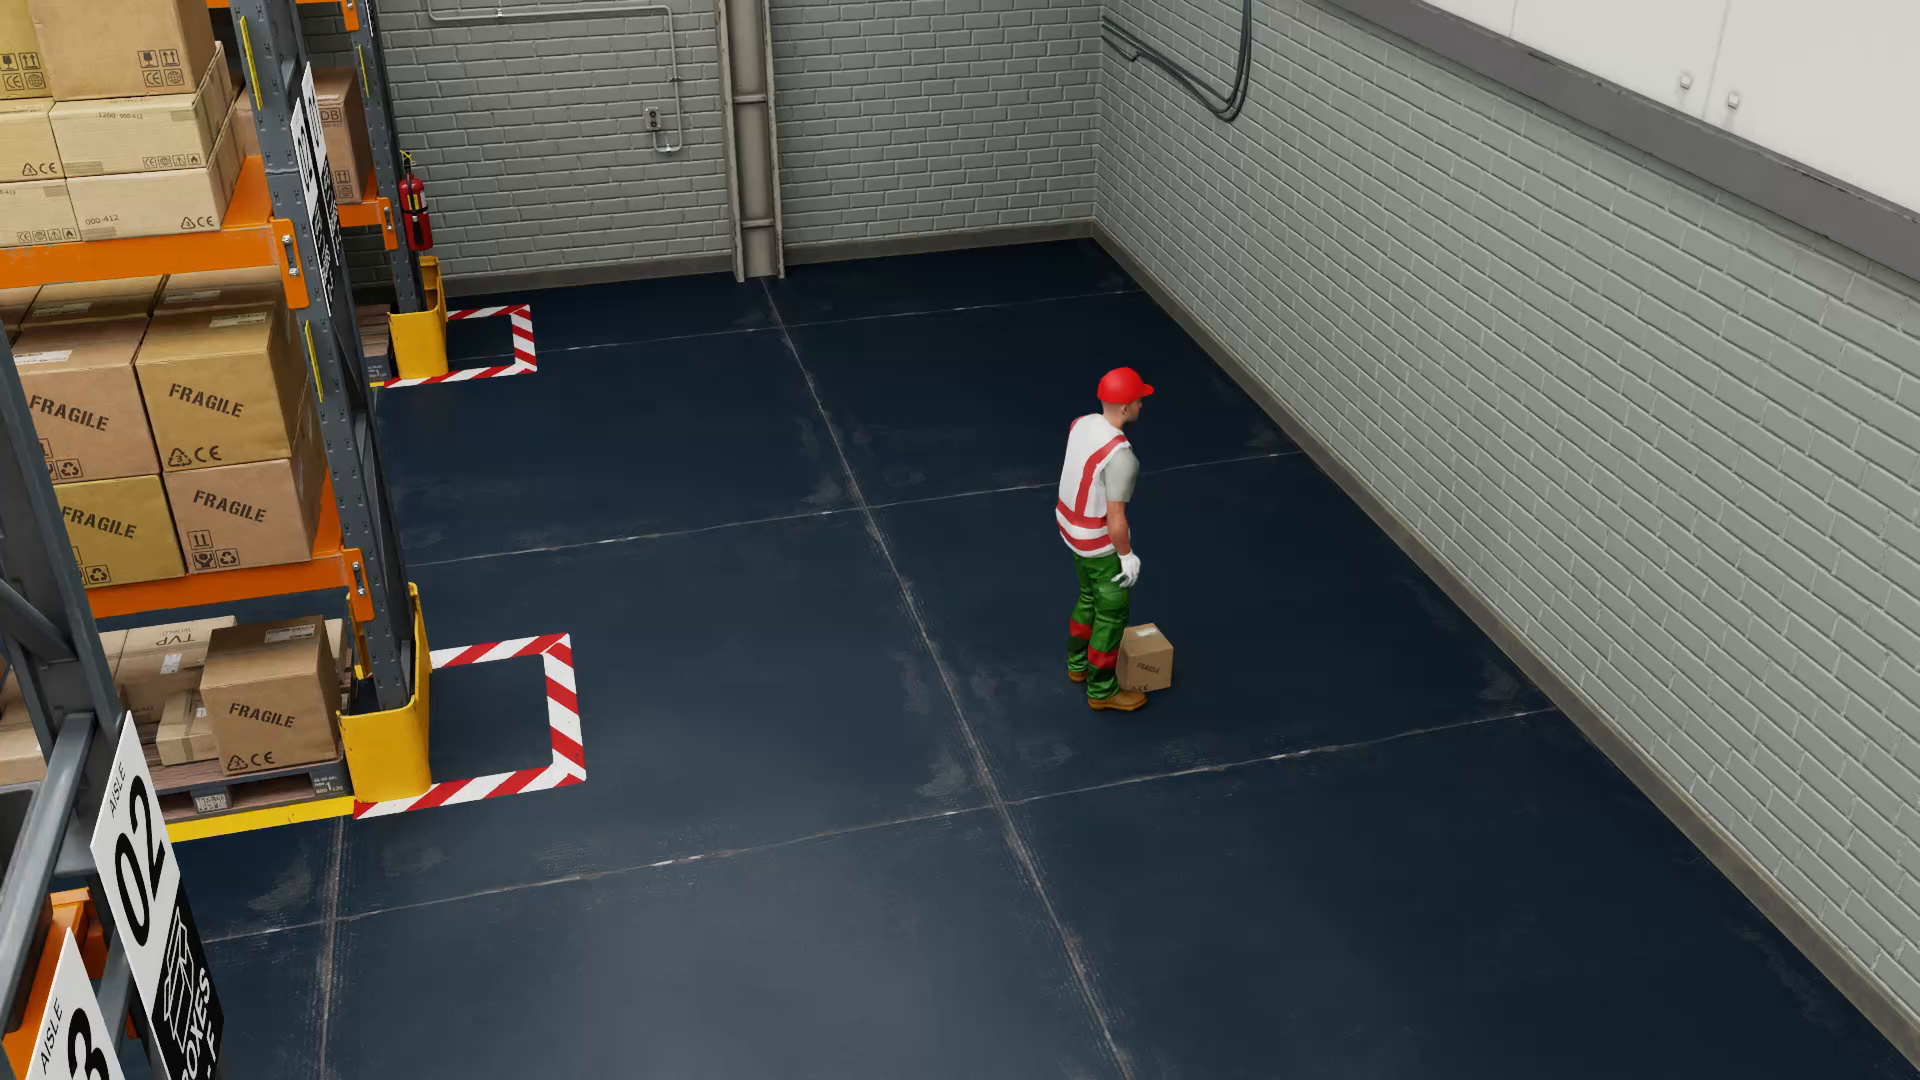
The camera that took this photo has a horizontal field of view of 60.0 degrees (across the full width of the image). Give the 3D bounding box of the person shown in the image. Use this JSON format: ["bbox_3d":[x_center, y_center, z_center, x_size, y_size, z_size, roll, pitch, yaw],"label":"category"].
[{"bbox_3d":[0.719,-0.014,8.252,0.451,1.778,0.612,-10,31,-16],"label":"person"}]
